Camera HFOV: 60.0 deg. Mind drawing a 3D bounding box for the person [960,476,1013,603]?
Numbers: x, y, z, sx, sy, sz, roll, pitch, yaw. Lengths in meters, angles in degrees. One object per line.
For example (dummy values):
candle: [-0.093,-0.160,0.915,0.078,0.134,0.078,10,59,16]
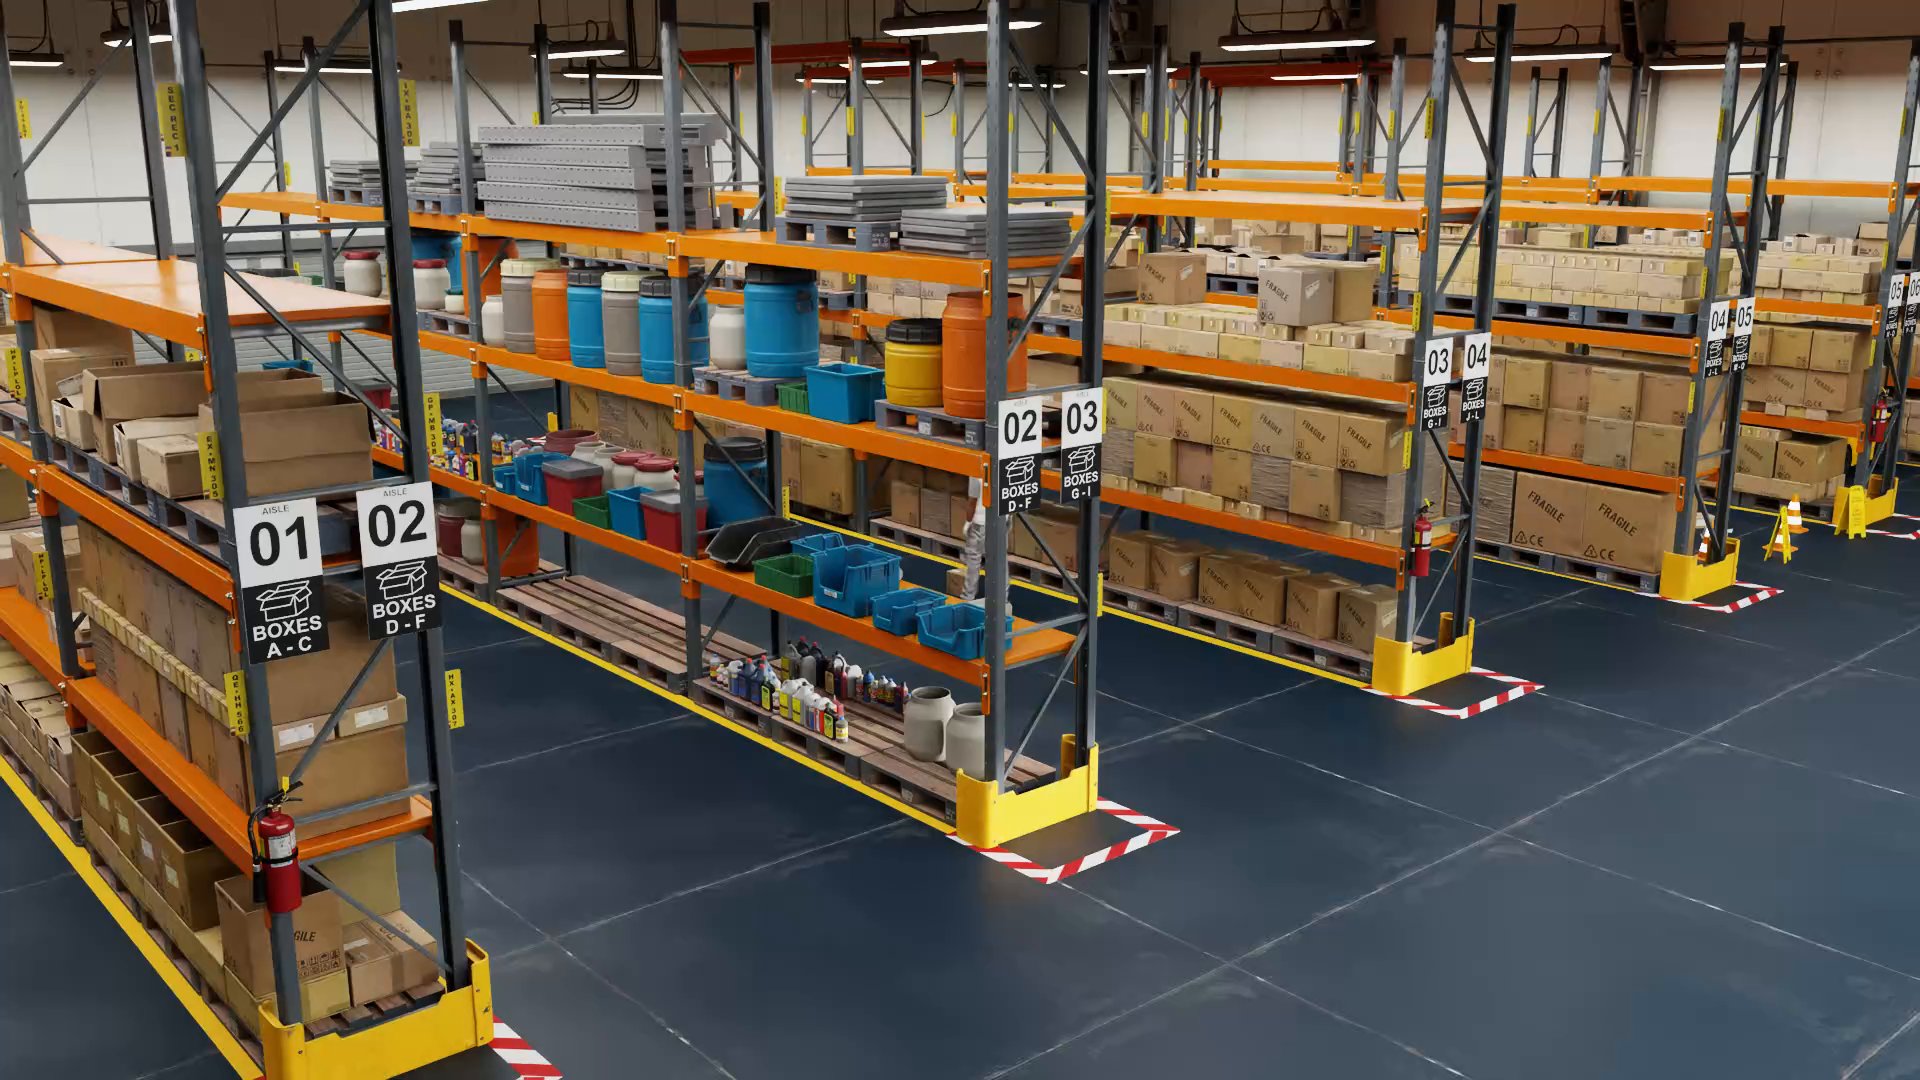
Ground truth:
person: [0.277,-0.196,17.697,0.630,1.786,0.393,-7,16,-26]
